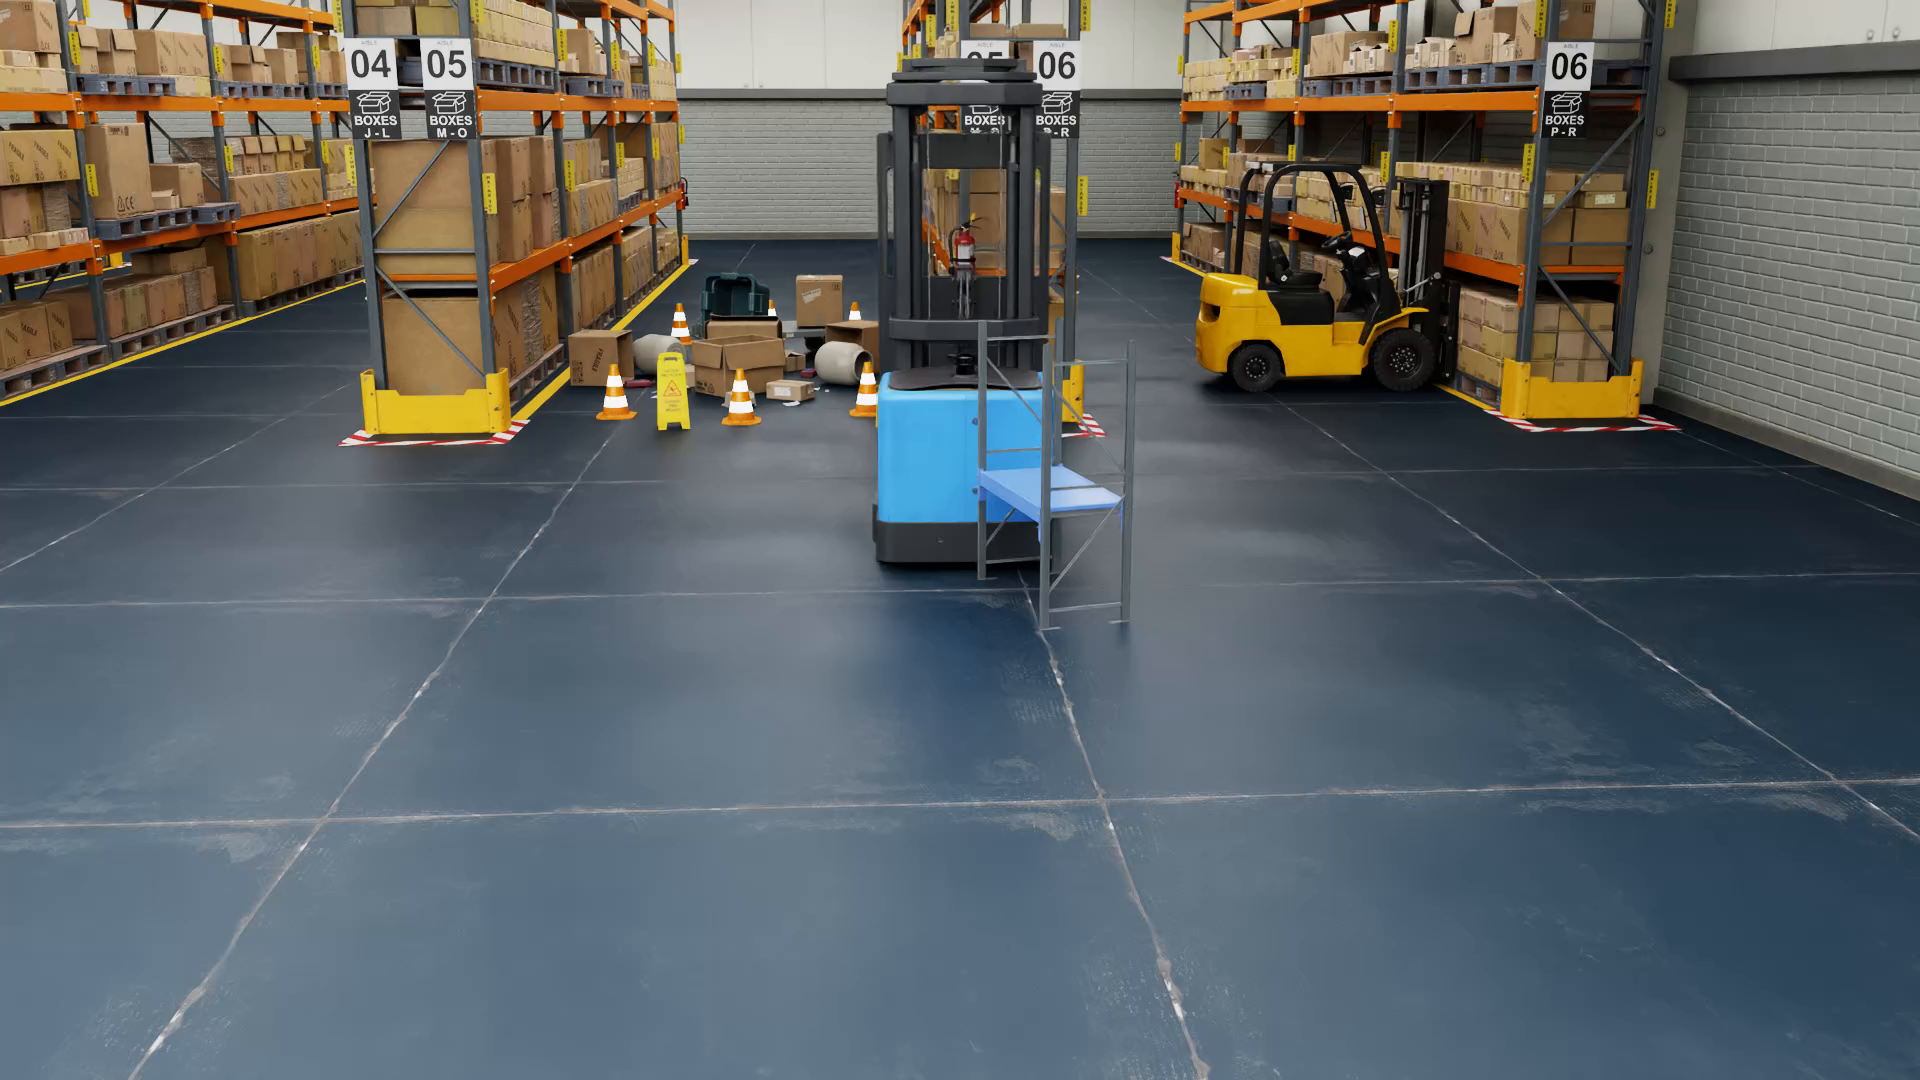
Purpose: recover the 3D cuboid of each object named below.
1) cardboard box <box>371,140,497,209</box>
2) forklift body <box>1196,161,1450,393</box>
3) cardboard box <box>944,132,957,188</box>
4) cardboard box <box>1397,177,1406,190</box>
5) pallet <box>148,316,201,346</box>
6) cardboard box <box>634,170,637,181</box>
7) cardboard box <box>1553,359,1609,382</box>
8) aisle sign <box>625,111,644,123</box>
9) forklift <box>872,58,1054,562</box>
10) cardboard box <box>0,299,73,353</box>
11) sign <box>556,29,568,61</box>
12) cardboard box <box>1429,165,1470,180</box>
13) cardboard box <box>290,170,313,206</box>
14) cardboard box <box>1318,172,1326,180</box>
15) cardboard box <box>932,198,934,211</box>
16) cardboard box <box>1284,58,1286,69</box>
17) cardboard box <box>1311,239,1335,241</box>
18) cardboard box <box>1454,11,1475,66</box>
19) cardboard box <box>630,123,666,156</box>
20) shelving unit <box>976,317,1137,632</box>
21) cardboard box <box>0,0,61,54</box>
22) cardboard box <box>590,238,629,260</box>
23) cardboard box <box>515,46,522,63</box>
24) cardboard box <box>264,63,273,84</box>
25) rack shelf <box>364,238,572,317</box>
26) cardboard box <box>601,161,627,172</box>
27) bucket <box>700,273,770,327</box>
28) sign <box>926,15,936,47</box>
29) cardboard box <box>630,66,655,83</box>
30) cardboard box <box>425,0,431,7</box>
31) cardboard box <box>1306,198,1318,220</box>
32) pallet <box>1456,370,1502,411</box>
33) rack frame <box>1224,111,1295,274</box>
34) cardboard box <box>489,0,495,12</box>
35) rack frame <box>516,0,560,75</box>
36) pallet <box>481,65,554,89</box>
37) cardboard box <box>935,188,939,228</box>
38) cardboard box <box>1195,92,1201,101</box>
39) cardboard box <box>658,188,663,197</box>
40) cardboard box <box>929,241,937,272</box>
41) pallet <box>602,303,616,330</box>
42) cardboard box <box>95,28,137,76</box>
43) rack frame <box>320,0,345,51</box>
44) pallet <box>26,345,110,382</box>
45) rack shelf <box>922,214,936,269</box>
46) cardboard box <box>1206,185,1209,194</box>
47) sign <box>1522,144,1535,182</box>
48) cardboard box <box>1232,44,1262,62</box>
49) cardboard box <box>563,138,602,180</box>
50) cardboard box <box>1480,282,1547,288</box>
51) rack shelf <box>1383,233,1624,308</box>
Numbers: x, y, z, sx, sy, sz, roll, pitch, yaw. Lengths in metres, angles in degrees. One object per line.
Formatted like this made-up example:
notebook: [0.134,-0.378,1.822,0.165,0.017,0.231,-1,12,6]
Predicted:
cardboard box: [-4.426,-3.088,14.040,0.875,0.550,0.550,-1,14,-3]
forklift body: [3.508,-2.611,16.358,2.313,2.155,1.214,-1,14,-3]
cardboard box: [0.219,-3.427,15.023,0.700,0.500,0.500,-1,14,-3]
cardboard box: [4.956,-3.853,17.978,0.380,0.149,0.250,-1,14,-4]
pallet: [-9.775,-2.490,19.781,1.003,0.211,1.213,-1,14,-3]
cardboard box: [-4.912,-5.319,24.242,0.380,0.149,0.250,-1,14,-5]
cardboard box: [5.611,-1.575,15.305,0.500,0.250,0.500,-1,14,-3]
aisle sign: [-5.737,-7.651,29.026,0.394,0.787,0.004,-1,14,-3]
forklift: [0.021,-1.597,10.850,1.130,2.935,3.031,0,14,-1]
cardboard box: [-9.662,-2.236,17.369,0.500,0.500,0.500,-1,14,-5]
sign: [-4.136,-5.145,17.285,0.100,0.325,0.005,-1,14,-3]
cardboard box: [5.010,-3.739,16.941,0.380,0.149,0.250,-1,14,-4]
cardboard box: [-9.817,-5.146,24.305,0.500,0.500,0.500,0,14,-2]
cardboard box: [4.765,-4.652,21.085,0.380,0.149,0.250,-1,14,-3]
cardboard box: [-0.133,-3.894,19.302,0.380,0.149,0.250,-1,14,-3]
cardboard box: [4.683,-6.563,22.897,0.380,0.149,0.250,-1,14,-4]
cardboard box: [5.220,-4.206,23.725,0.380,0.149,0.250,-2,15,-6]
cardboard box: [5.214,-4.842,16.054,0.797,0.503,0.637,0,14,-2]
cardboard box: [-5.018,-6.431,26.697,0.500,0.500,0.500,-1,14,-3]
shelving unit: [0.499,-0.391,9.037,0.538,1.500,1.048,-5,15,-17]
cardboard box: [-9.364,-5.122,16.593,0.500,0.500,0.500,-1,14,-5]
cardboard box: [-4.739,-3.920,22.412,0.500,0.250,0.500,-2,15,-6]
cardboard box: [-4.238,-4.450,15.242,0.380,0.149,0.250,-1,14,-3]
cardboard box: [-10.164,-6.671,23.751,0.500,0.311,0.500,-1,14,-5]
rack shelf: [-4.566,-2.548,15.855,1.077,0.370,4.000,-1,14,-3]
cardboard box: [-4.856,-5.204,23.199,0.380,0.149,0.250,0,14,-2]
bucket: [-2.380,-2.547,17.924,0.726,0.611,0.620,4,5,16]
sign: [-0.309,-5.380,17.569,0.100,0.325,0.005,-1,14,-3]
cardboard box: [-4.976,-7.129,25.494,0.500,0.250,0.500,0,14,-2]
cardboard box: [-4.863,-4.699,14.612,0.380,0.149,0.250,-1,14,-3]
cardboard box: [4.760,-4.256,21.350,0.500,0.250,0.500,-1,14,-5]
pallet: [5.357,-1.418,15.612,1.003,0.211,1.213,-1,14,-3]
rack frame: [4.703,-5.563,26.128,1.000,3.000,0.127,-1,14,-3]
cardboard box: [-4.176,-4.582,14.157,0.380,0.149,0.250,-1,14,-4]
rack frame: [-4.690,-6.300,16.951,1.000,3.000,0.127,-1,14,-3]
pallet: [-4.649,-4.600,16.544,1.003,0.211,1.213,-1,14,-3]
cardboard box: [-0.006,-3.575,17.602,0.500,0.500,0.500,-1,14,-4]
cardboard box: [4.220,-7.548,28.329,0.380,0.149,0.250,-1,14,-4]
cardboard box: [-4.997,-5.598,26.767,0.380,0.149,0.250,-1,14,-2]
cardboard box: [0.037,-3.838,22.845,0.875,0.875,0.875,-1,14,-4]
pallet: [-4.964,-2.841,21.146,1.003,0.211,1.213,-1,14,-3]
cardboard box: [-9.636,-5.402,18.431,0.797,0.503,0.637,0,14,-1]
rack frame: [-10.390,-9.233,28.350,1.000,3.000,0.127,-1,14,-3]
pallet: [-9.569,-1.826,17.199,1.003,0.211,1.213,-1,14,-3]
rack shelf: [0.121,-3.645,20.116,1.077,0.370,4.000,-1,14,-3]
cardboard box: [4.353,-5.901,27.944,0.380,0.149,0.250,-1,14,-4]
sign: [4.904,-3.249,14.335,0.100,0.325,0.005,-1,14,-3]
cardboard box: [4.373,-7.410,25.320,0.396,0.266,0.258,-1,14,-4]
cardboard box: [-4.920,-4.810,20.993,0.700,0.500,0.500,-1,14,-4]
cardboard box: [5.526,-2.433,16.632,0.500,0.250,0.500,-1,14,-5]
rack shelf: [5.322,-2.728,16.551,1.077,0.370,4.000,-1,14,-3]
